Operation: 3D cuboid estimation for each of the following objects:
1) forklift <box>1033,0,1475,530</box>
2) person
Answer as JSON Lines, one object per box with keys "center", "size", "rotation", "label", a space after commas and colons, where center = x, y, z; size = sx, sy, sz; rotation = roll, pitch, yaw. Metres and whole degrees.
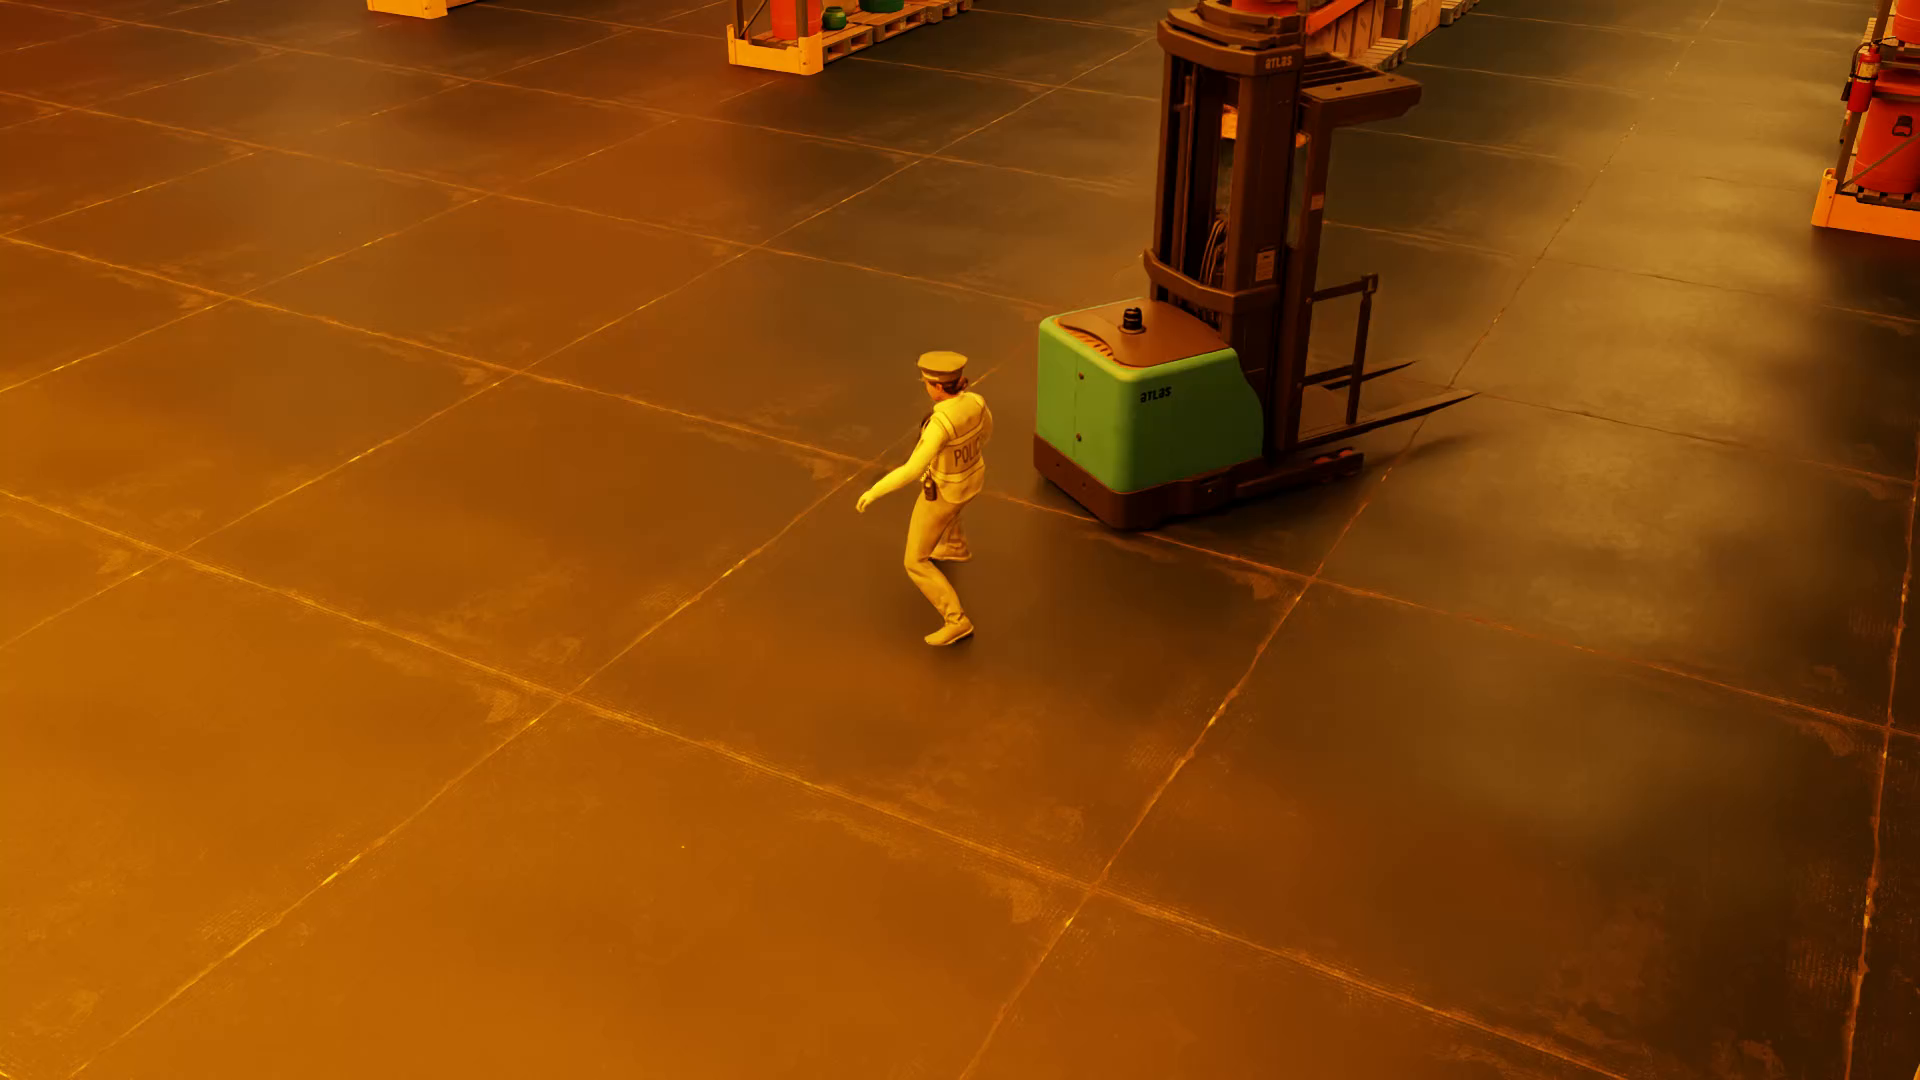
{"center": [2.011, -1.851, 10.277], "size": [3.031, 2.935, 1.130], "rotation": [-15, 33, -25], "label": "forklift"}
{"center": [-0.103, -0.288, 9.019], "size": [0.687, 1.545, 0.881], "rotation": [19, 35, 30], "label": "person"}
